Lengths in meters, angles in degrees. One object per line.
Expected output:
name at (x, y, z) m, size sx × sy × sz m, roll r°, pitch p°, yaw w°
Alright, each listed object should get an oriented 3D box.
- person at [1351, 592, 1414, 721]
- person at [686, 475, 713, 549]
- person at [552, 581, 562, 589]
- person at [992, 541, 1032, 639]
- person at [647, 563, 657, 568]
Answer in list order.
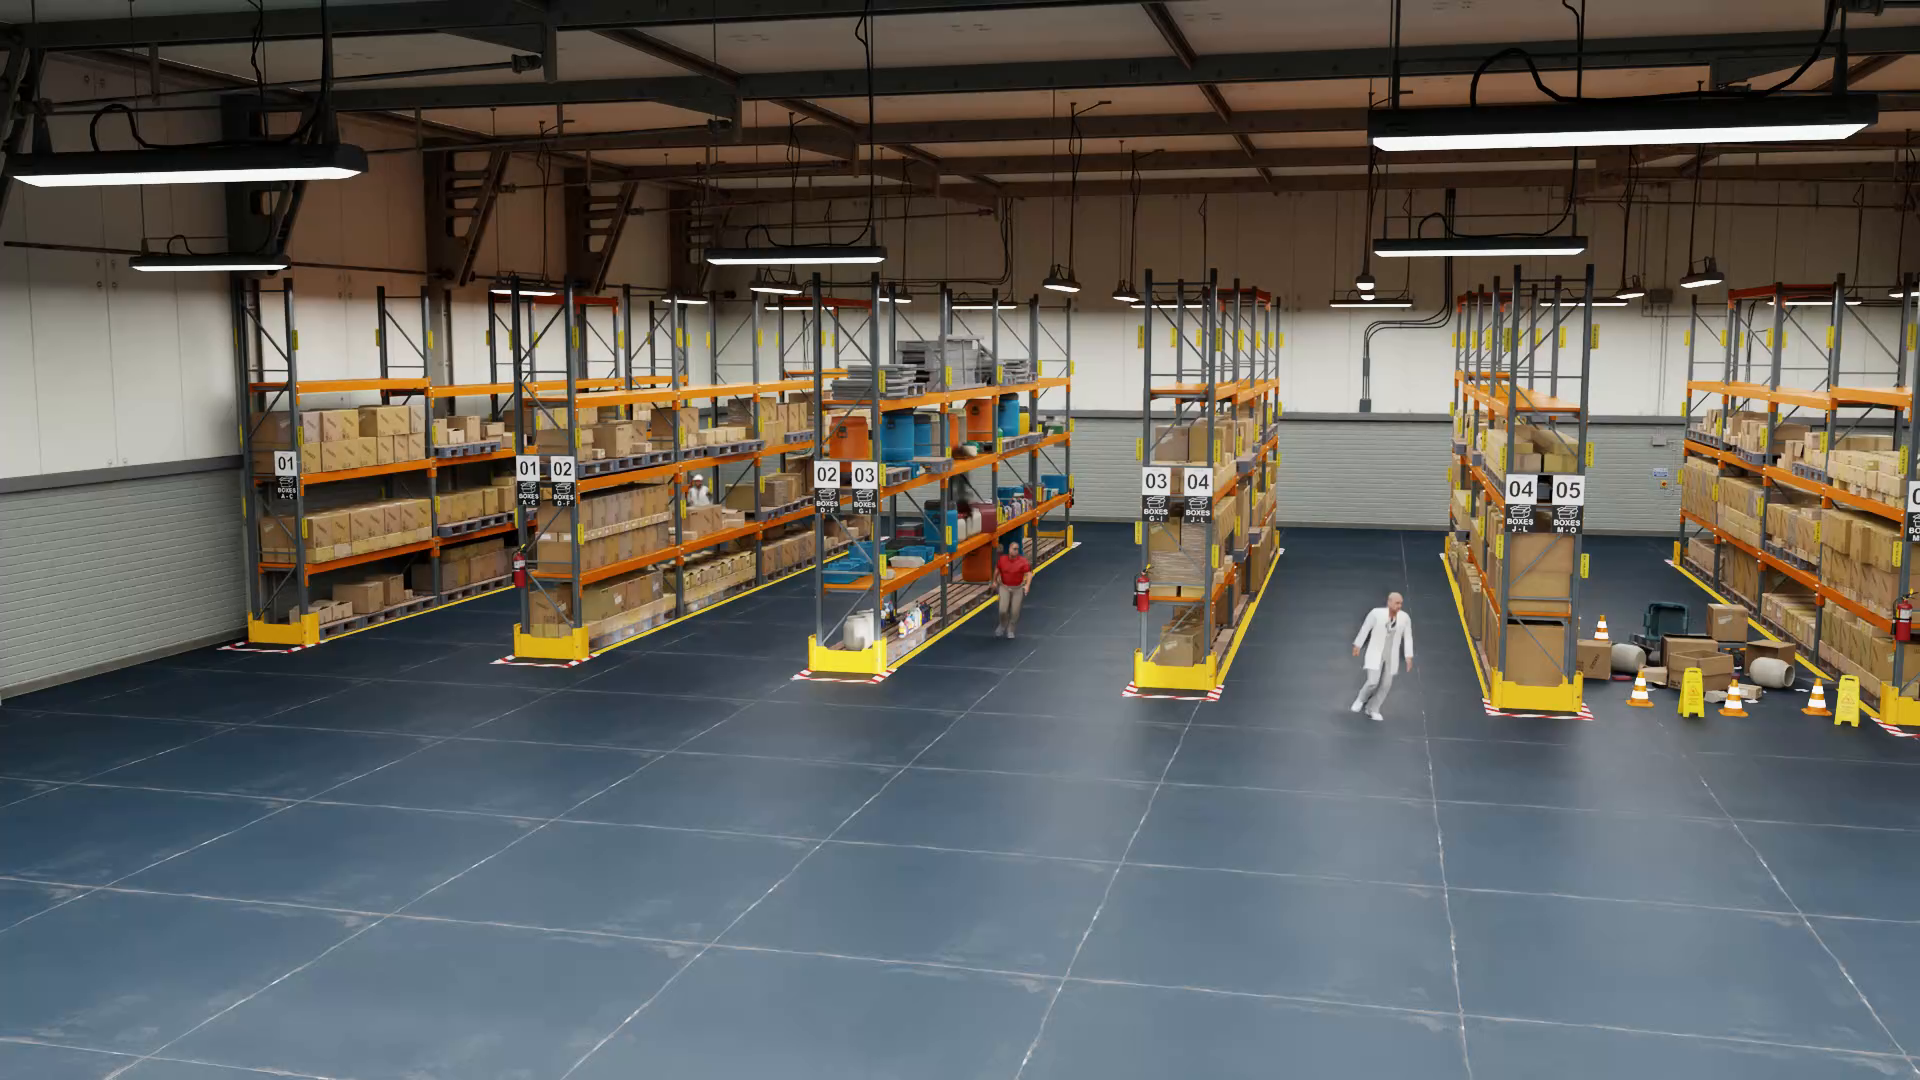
person at (5.567, 1.530, 21.950) m, size 0.720 × 1.748 × 0.611 m, roll -1°, pitch 7°, yaw -8°
person at (-6.280, -0.680, 40.138) m, size 0.609 × 1.805 × 0.815 m, roll 2°, pitch 7°, yaw 13°
person at (-7.378, 0.533, 30.674) m, size 0.562 × 1.622 × 0.783 m, roll 0°, pitch 7°, yaw -1°
person at (0.866, 0.843, 27.721) m, size 0.677 × 1.666 × 0.799 m, roll 0°, pitch 7°, yaw 1°
person at (-6.215, 0.145, 33.477) m, size 0.673 × 1.735 × 0.676 m, roll 0°, pitch 7°, yaw 3°
